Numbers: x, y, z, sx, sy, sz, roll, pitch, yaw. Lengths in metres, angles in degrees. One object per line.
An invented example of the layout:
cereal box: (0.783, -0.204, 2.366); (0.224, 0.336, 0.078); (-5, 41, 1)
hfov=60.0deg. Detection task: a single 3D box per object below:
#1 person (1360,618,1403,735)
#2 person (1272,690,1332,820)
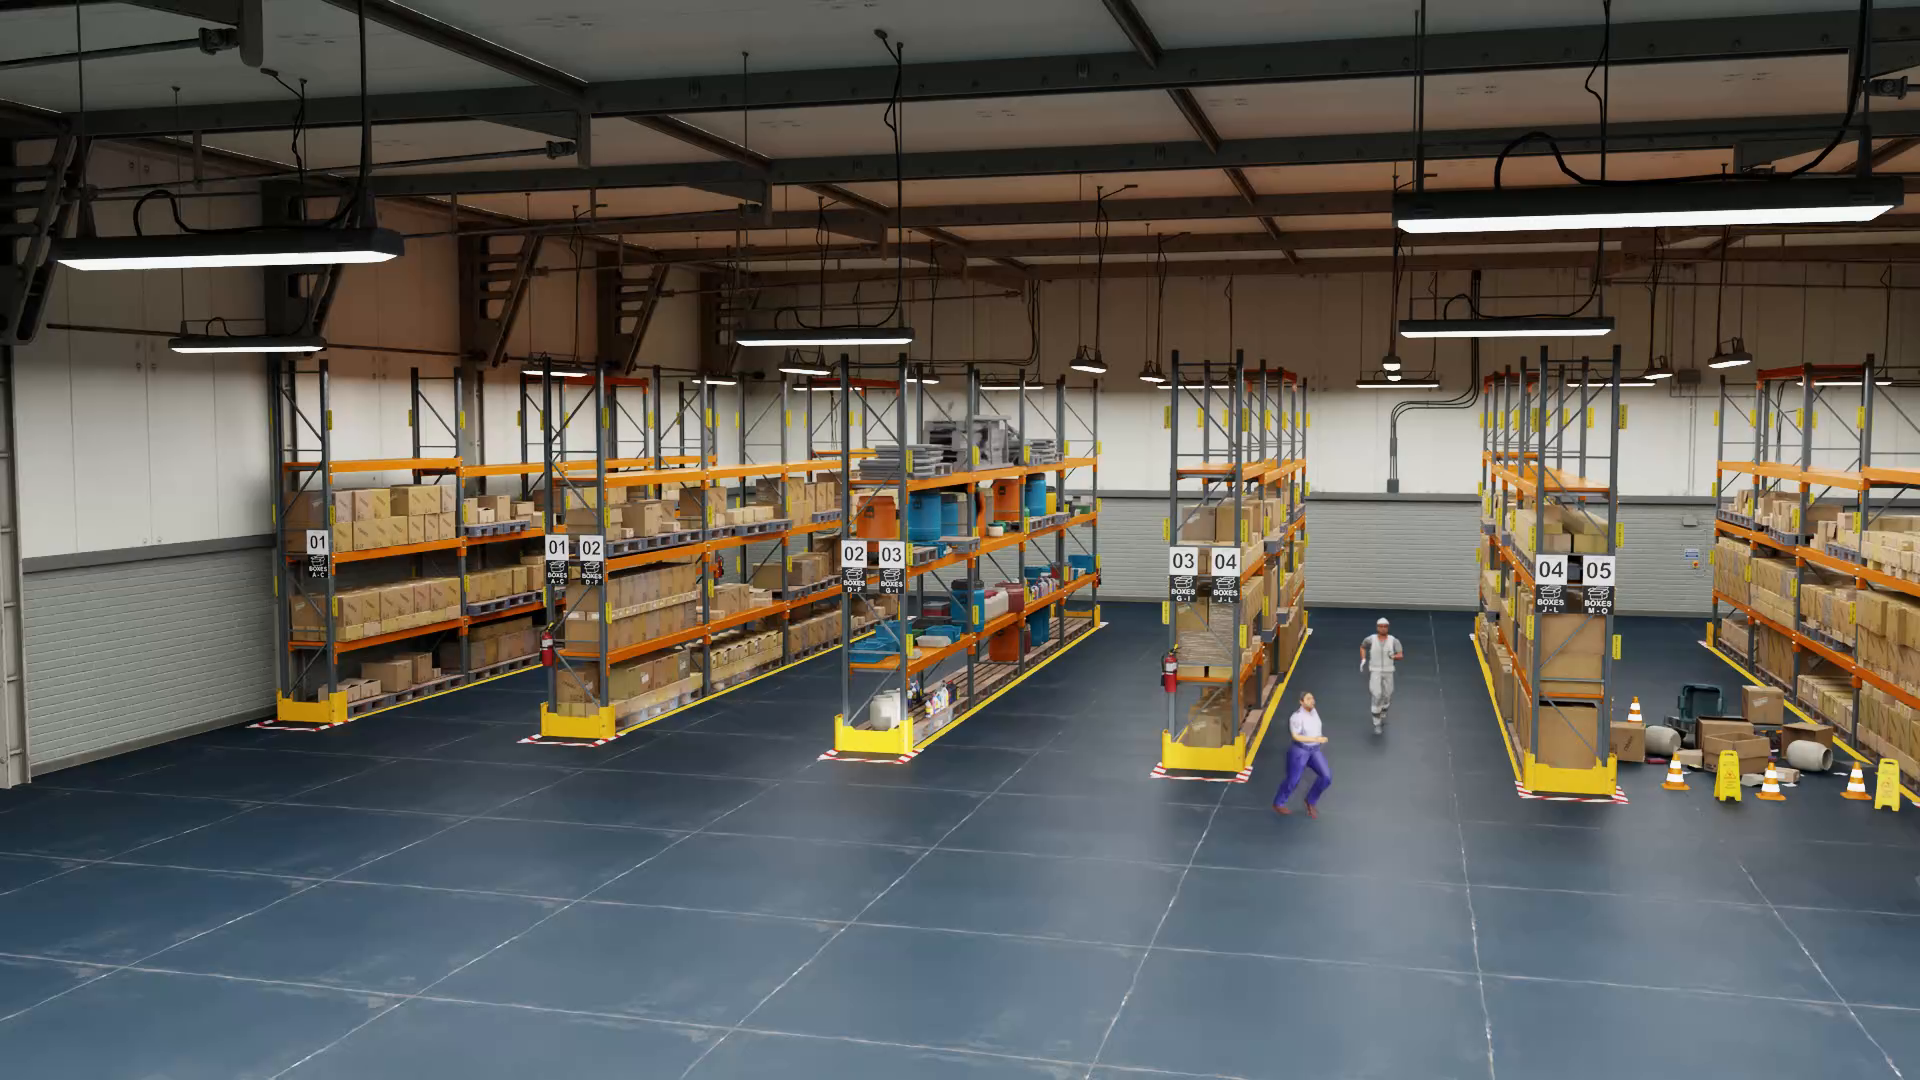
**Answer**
person: (6.789, 2.165, 26.802); (0.655, 1.829, 0.840); (0, 4, 5)
person: (4.328, 2.686, 20.839); (0.615, 1.635, 0.835); (-3, 5, -35)
